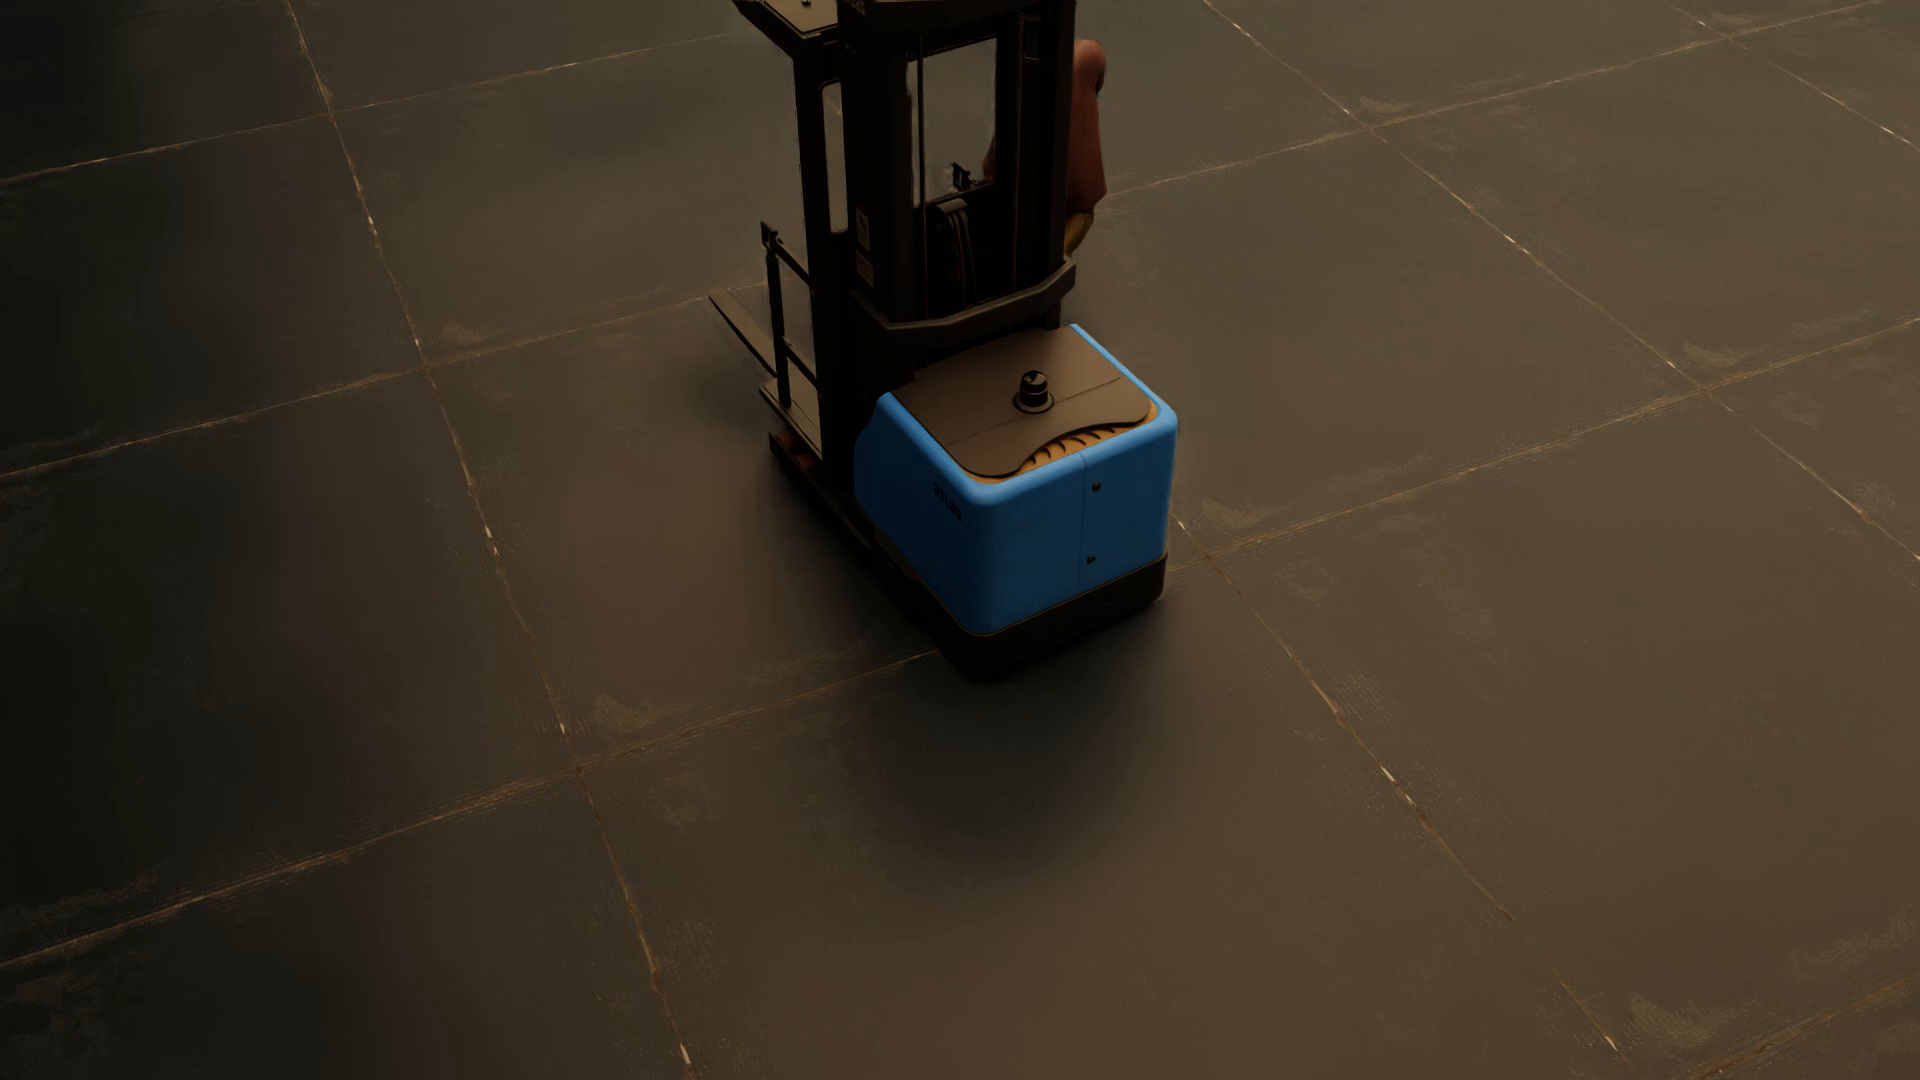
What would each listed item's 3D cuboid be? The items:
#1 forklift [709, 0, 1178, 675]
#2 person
[{"bbox_3d":[-0.279,-1.482,7.269,1.130,2.935,3.031,-23,48,-22],"label":"forklift"},{"bbox_3d":[0.462,-2.112,8.992,0.712,1.552,0.864,-1,43,-1],"label":"person"}]
